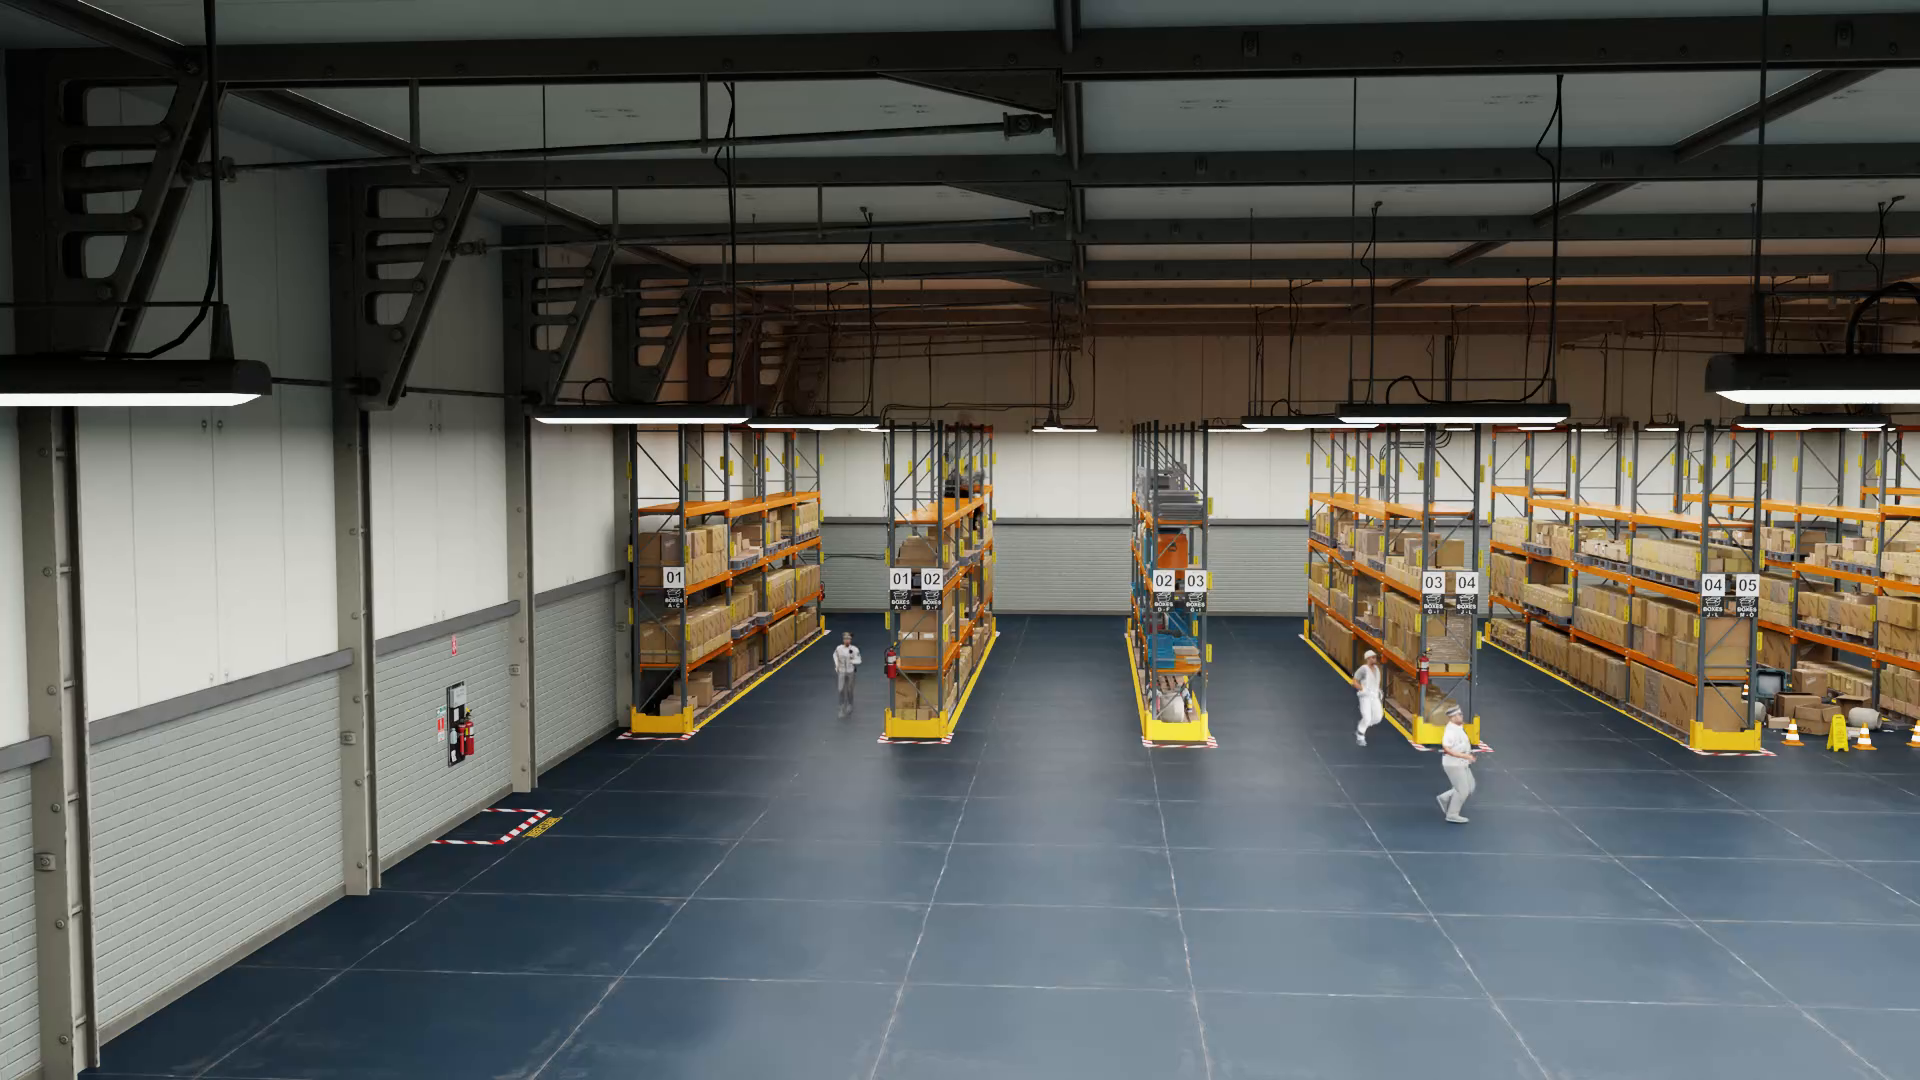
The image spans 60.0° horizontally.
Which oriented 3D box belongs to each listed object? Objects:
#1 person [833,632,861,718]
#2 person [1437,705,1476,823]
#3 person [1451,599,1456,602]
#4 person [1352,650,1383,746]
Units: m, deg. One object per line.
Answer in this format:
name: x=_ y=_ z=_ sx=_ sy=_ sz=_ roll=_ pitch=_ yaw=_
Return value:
person: x=-2.301 y=2.739 z=33.878 sx=0.595 sy=1.755 sz=0.769 roll=0 pitch=4 yaw=2
person: x=7.363 y=3.299 z=24.556 sx=0.580 sy=1.728 sz=0.658 roll=2 pitch=4 yaw=29
person: x=13.319 y=2.023 z=44.510 sx=0.632 sy=1.828 sz=0.749 roll=0 pitch=4 yaw=3
person: x=7.577 y=2.916 z=30.766 sx=0.671 sy=1.742 sz=0.571 roll=-2 pitch=4 yaw=-27
